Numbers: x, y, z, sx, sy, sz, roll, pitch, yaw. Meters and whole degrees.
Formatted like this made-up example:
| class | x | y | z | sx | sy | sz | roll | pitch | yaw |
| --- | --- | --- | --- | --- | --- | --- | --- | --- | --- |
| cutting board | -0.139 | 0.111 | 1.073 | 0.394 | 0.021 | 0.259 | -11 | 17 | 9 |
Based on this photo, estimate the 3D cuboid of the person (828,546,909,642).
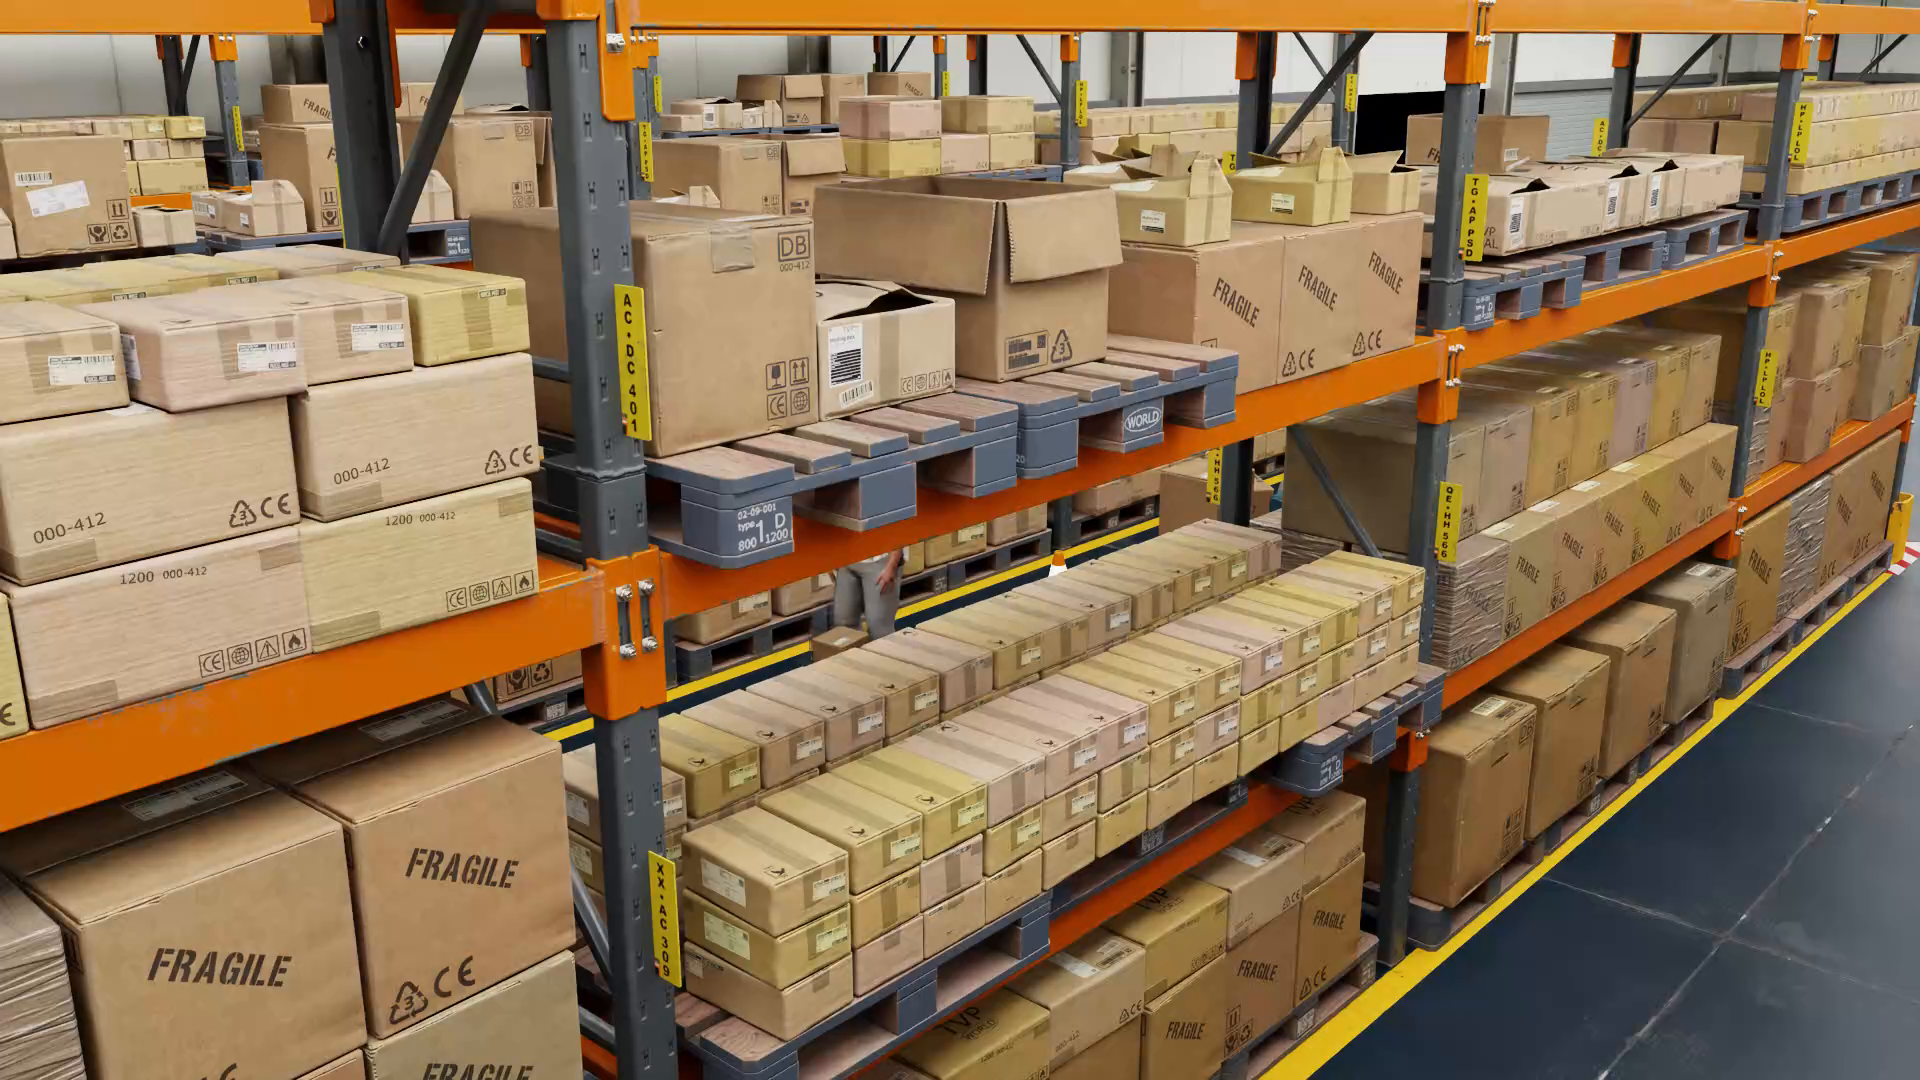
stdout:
| class | x | y | z | sx | sy | sz | roll | pitch | yaw |
| --- | --- | --- | --- | --- | --- | --- | --- | --- | --- |
| person | -0.549 | 0.130 | 10.096 | 0.568 | 1.748 | 0.434 | 14 | 22 | 38 |
